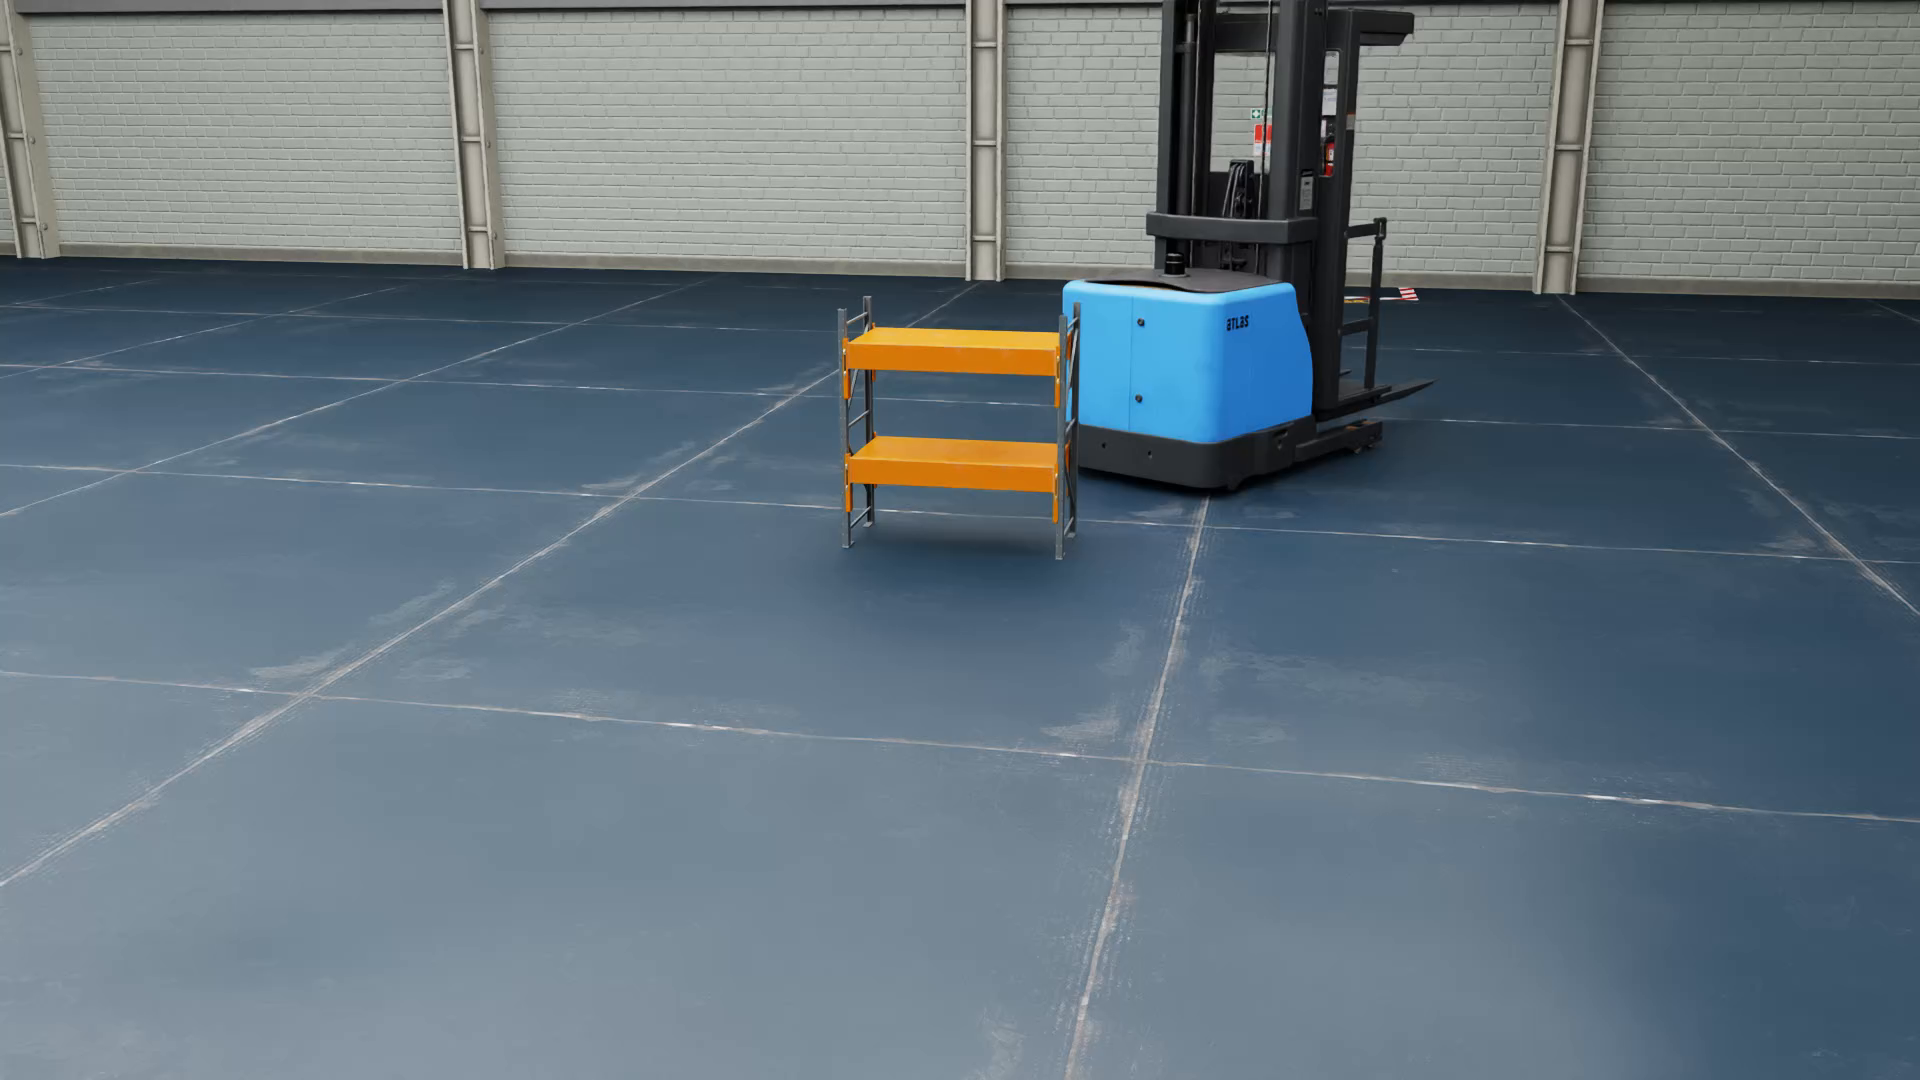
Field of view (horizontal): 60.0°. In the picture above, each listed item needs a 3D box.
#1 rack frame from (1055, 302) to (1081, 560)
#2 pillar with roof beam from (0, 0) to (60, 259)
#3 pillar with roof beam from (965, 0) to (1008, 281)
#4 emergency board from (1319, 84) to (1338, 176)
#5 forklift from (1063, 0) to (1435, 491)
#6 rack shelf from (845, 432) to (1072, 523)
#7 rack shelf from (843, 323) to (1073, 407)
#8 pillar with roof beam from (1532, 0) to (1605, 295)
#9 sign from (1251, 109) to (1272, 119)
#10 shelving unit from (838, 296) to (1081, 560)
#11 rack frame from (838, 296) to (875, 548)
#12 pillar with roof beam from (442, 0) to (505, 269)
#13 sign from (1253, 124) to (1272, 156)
[{"bbox_3d":[0.505,-0.515,7.743,0.032,1.125,0.500,3,16,11],"label":"rack frame"},{"bbox_3d":[-12.332,-6.740,15.467,0.400,9.000,9.100,3,16,11],"label":"pillar with roof beam"},{"bbox_3d":[-0.573,-6.102,13.162,0.400,9.000,9.100,3,16,11],"label":"pillar with roof beam"},{"bbox_3d":[3.750,-4.159,17.387,0.643,1.169,0.194,3,16,11],"label":"emergency board"},{"bbox_3d":[1.888,-1.999,9.719,1.130,2.935,3.031,13,20,39],"label":"forklift"},{"bbox_3d":[0.007,-0.306,7.906,1.000,0.278,0.538,3,16,11],"label":"rack shelf"},{"bbox_3d":[0.007,-0.824,7.762,1.000,0.278,0.538,3,16,11],"label":"rack shelf"},{"bbox_3d":[5.307,-5.782,12.010,0.400,9.000,9.100,3,16,11],"label":"pillar with roof beam"},{"bbox_3d":[3.232,-4.485,17.506,0.331,0.109,0.001,3,16,11],"label":"sign"},{"bbox_3d":[0.007,-0.542,7.841,1.048,1.125,0.538,3,16,11],"label":"shelving unit"},{"bbox_3d":[-0.492,-0.569,7.938,0.032,1.125,0.500,3,16,11],"label":"rack frame"},{"bbox_3d":[-6.453,-6.421,14.314,0.400,9.000,9.100,3,16,11],"label":"pillar with roof beam"},{"bbox_3d":[3.229,-4.232,17.586,0.234,0.329,0.001,3,16,11],"label":"sign"}]
